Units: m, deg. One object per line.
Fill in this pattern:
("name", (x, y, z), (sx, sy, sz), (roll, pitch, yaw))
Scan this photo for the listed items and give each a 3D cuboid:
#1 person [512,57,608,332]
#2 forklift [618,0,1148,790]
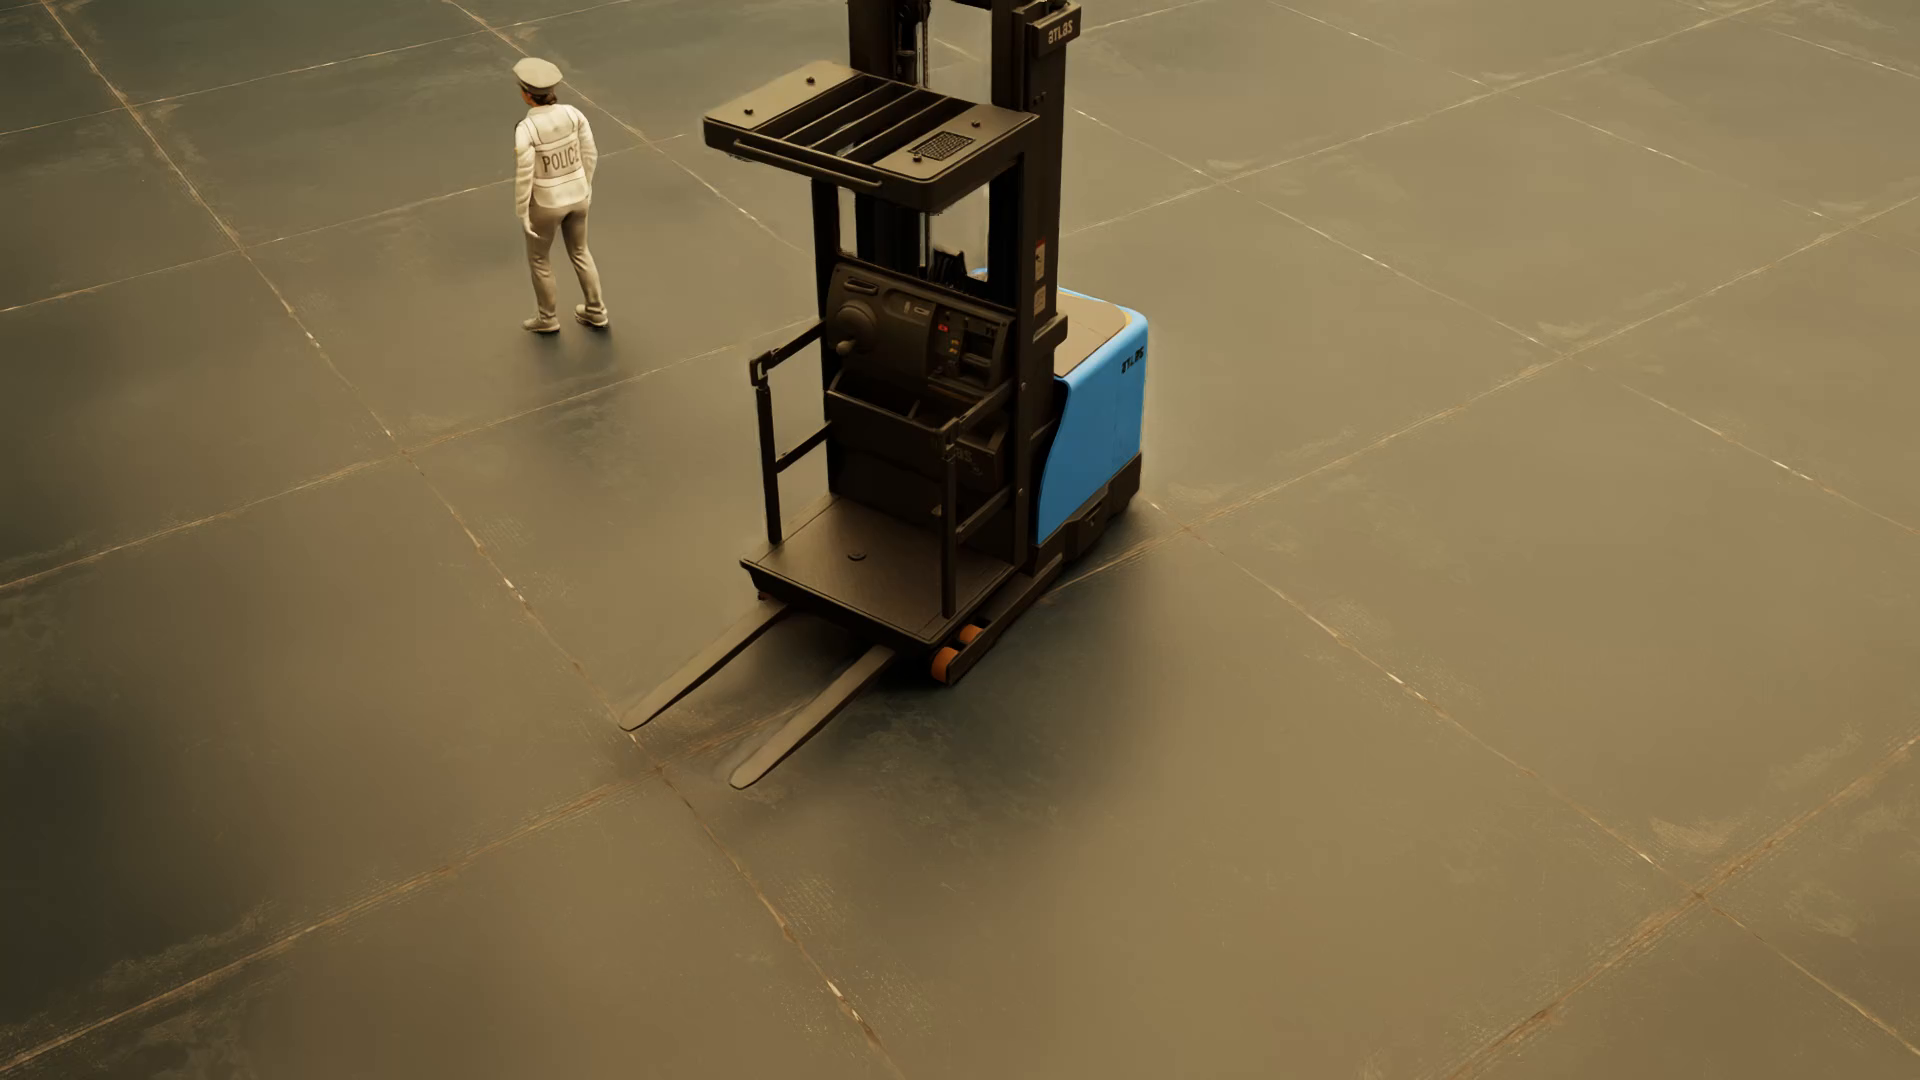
("person", (-2.390, -1.989, 9.716), (0.566, 1.715, 0.455), (-30, 46, -34))
("forklift", (-0.310, -0.852, 7.096), (1.130, 2.935, 3.031), (22, 42, 27))
